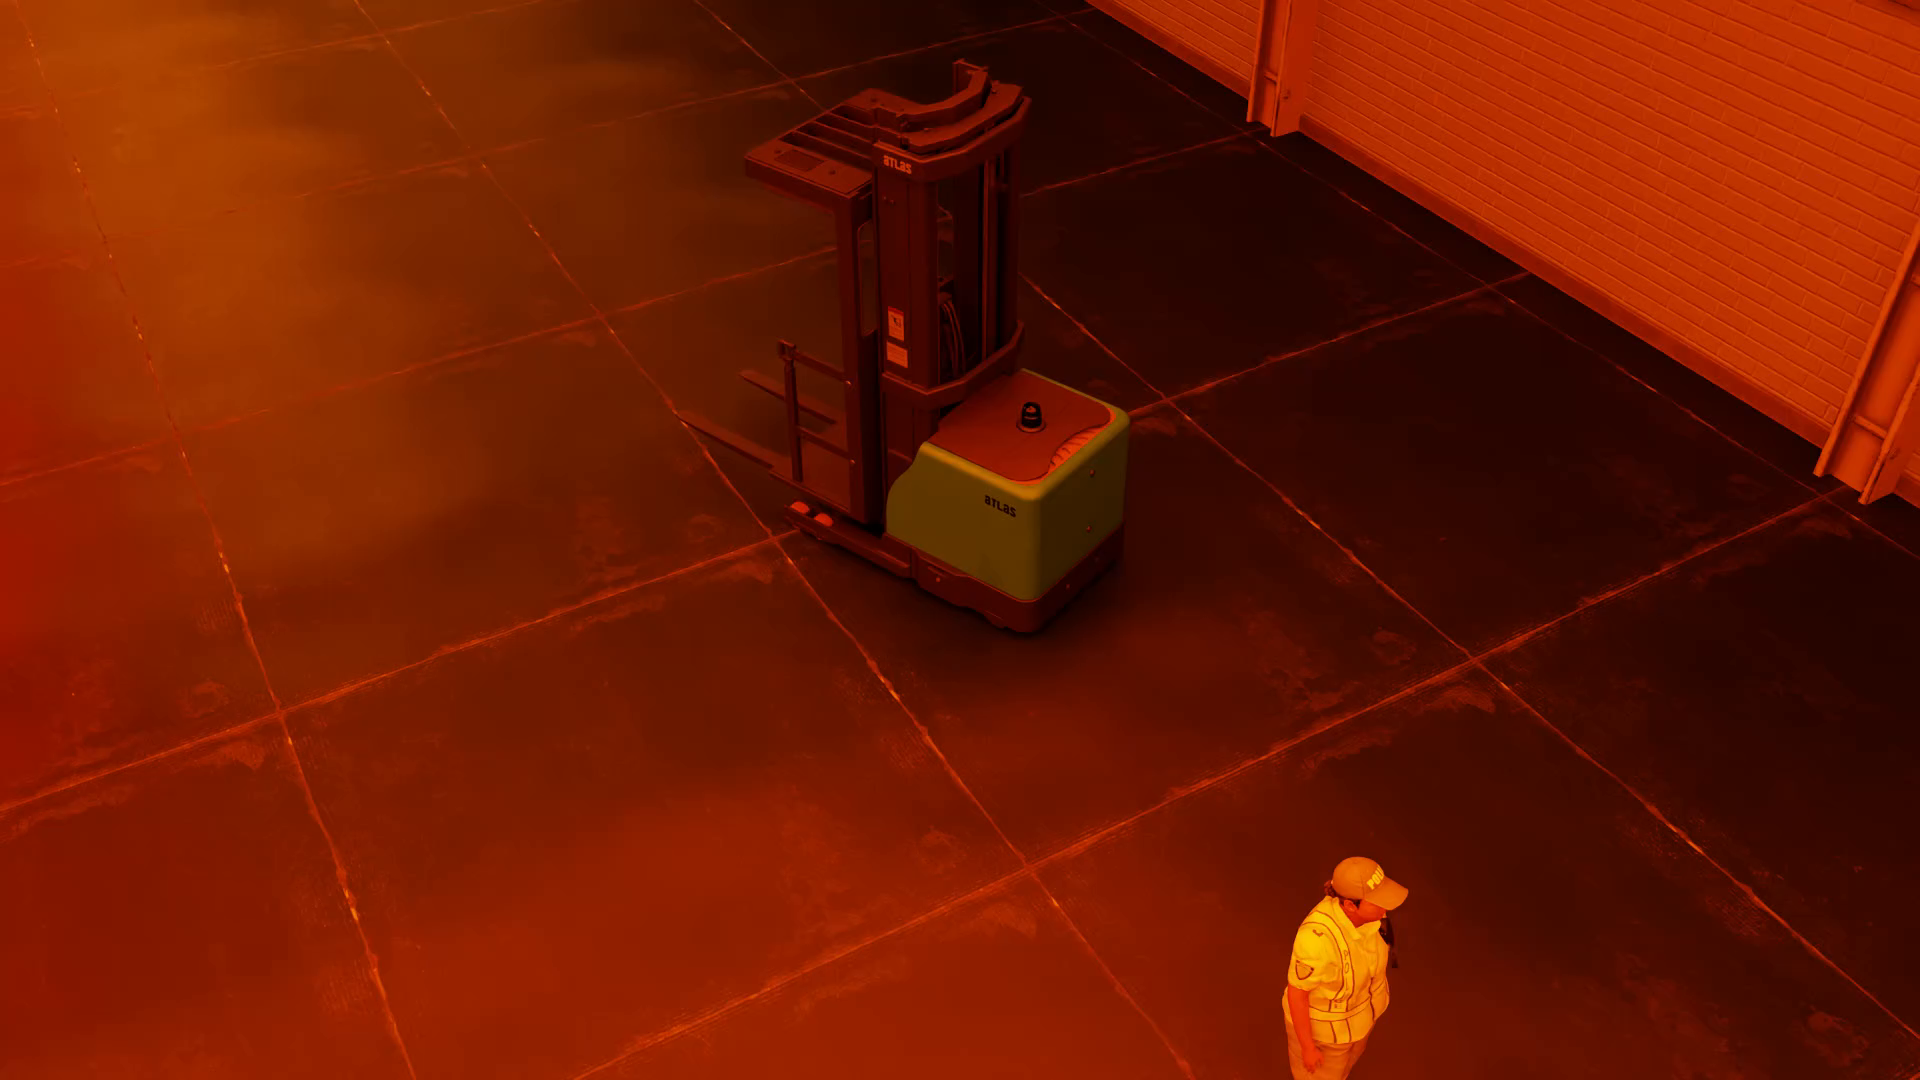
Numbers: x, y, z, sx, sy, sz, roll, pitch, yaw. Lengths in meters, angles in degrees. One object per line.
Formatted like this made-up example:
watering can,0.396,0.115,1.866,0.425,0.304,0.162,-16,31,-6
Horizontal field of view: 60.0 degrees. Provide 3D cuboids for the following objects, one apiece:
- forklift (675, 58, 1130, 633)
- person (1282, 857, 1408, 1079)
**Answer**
forklift,-0.481,-1.366,9.683,3.031,2.935,1.130,26,46,28
person,1.559,1.941,6.675,0.529,1.670,0.598,31,49,32
